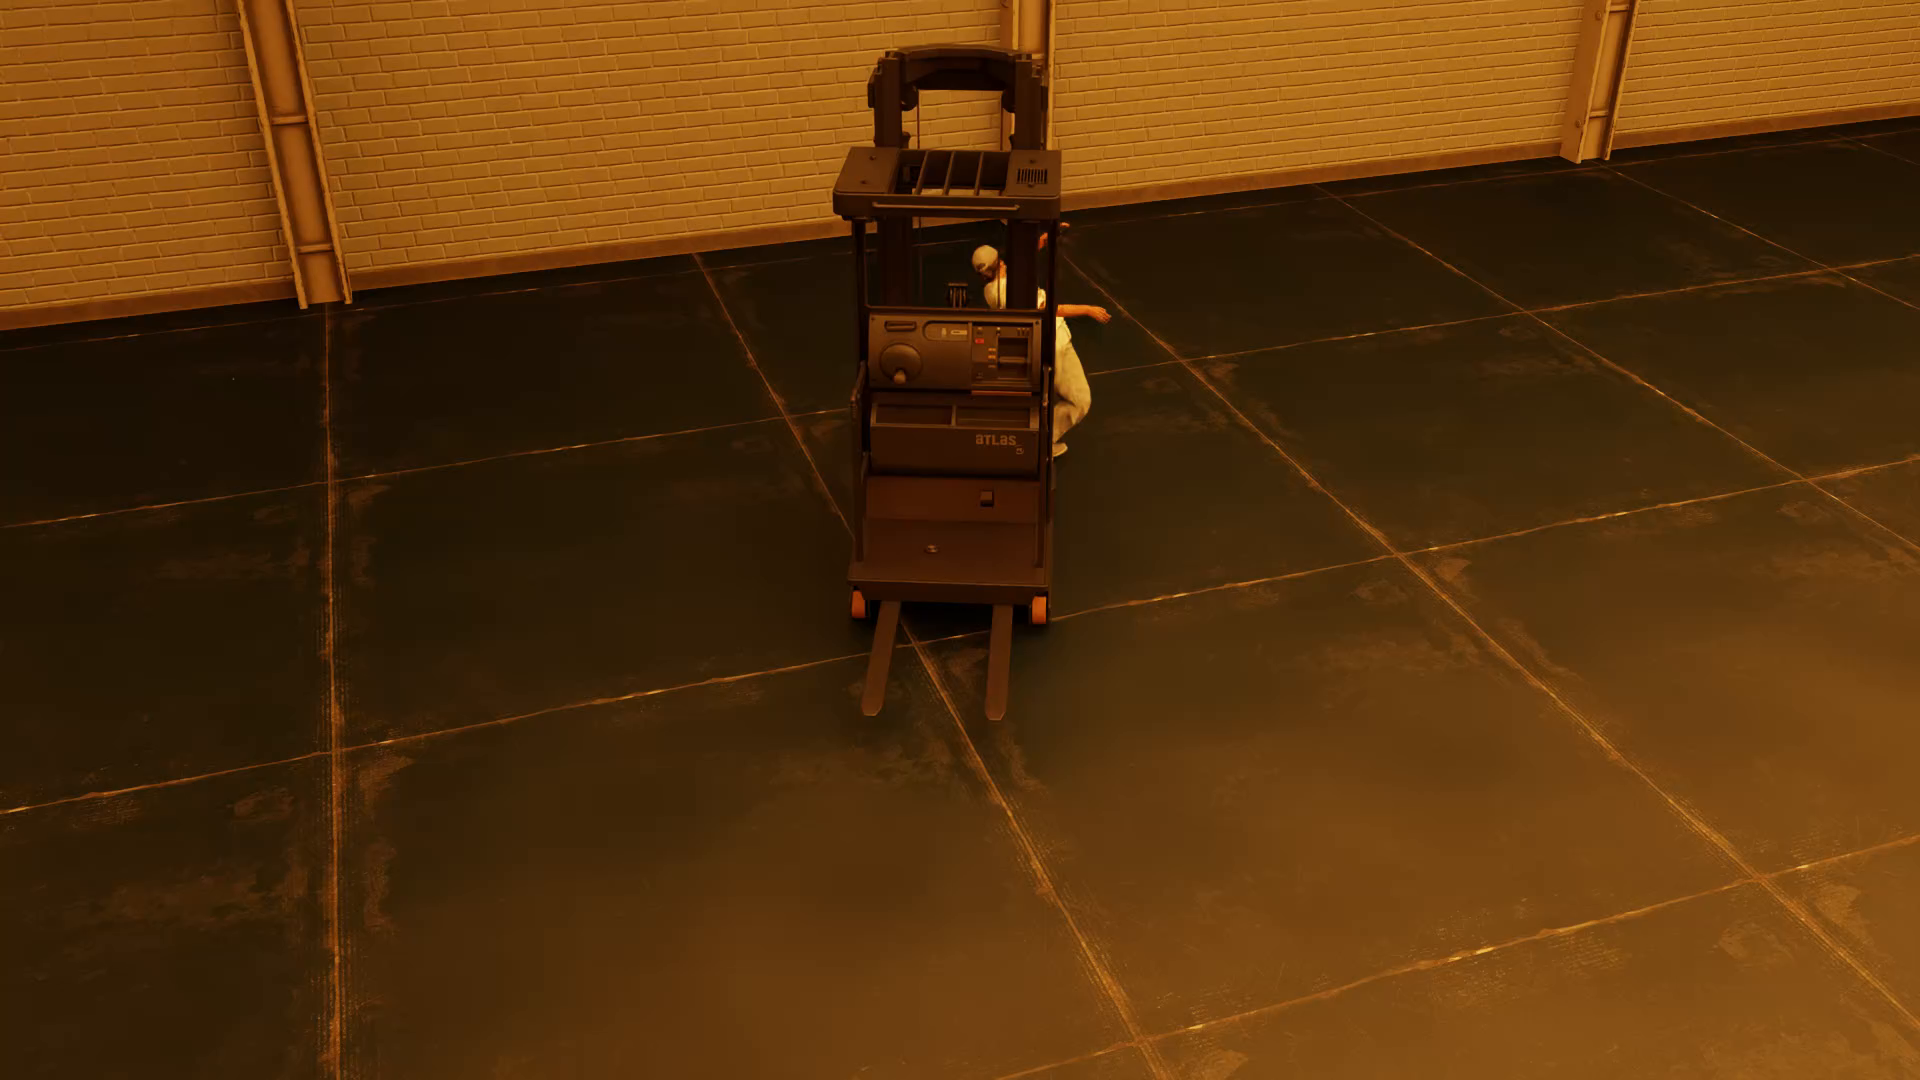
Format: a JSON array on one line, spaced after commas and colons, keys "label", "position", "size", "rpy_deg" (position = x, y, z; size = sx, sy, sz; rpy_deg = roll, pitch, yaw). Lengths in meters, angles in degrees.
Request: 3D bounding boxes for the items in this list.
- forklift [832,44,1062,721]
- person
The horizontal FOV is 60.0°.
[{"label": "forklift", "position": [-0.039, -0.967, 8.767], "size": [1.130, 2.935, 3.031], "rpy_deg": [2, 30, 3]}, {"label": "person", "position": [0.517, -1.213, 10.616], "size": [0.655, 1.470, 1.031], "rpy_deg": [-19, 35, -29]}]
